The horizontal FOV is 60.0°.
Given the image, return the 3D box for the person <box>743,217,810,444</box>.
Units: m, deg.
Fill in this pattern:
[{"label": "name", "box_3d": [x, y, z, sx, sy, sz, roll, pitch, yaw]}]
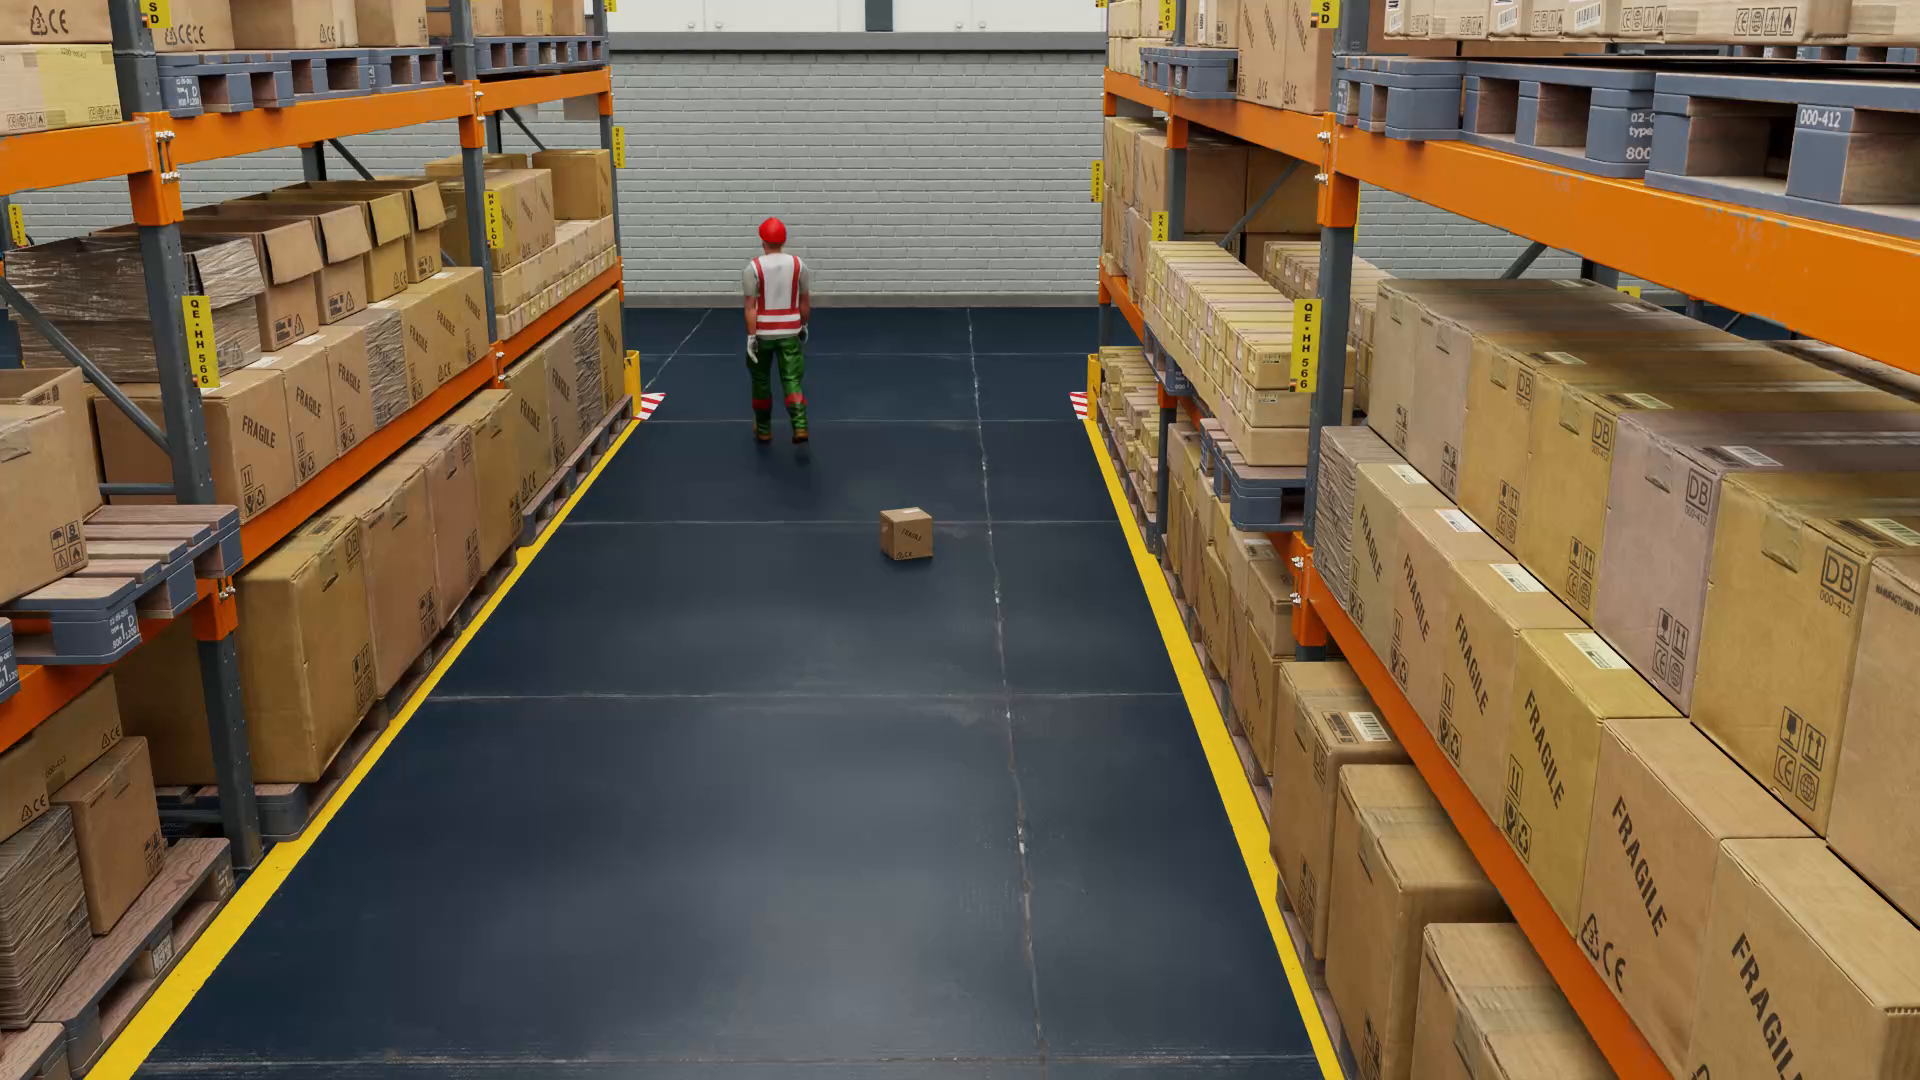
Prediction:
[{"label": "person", "box_3d": [-1.391, -1.573, 12.668, 0.534, 1.756, 0.975, -5, 18, -17]}]
